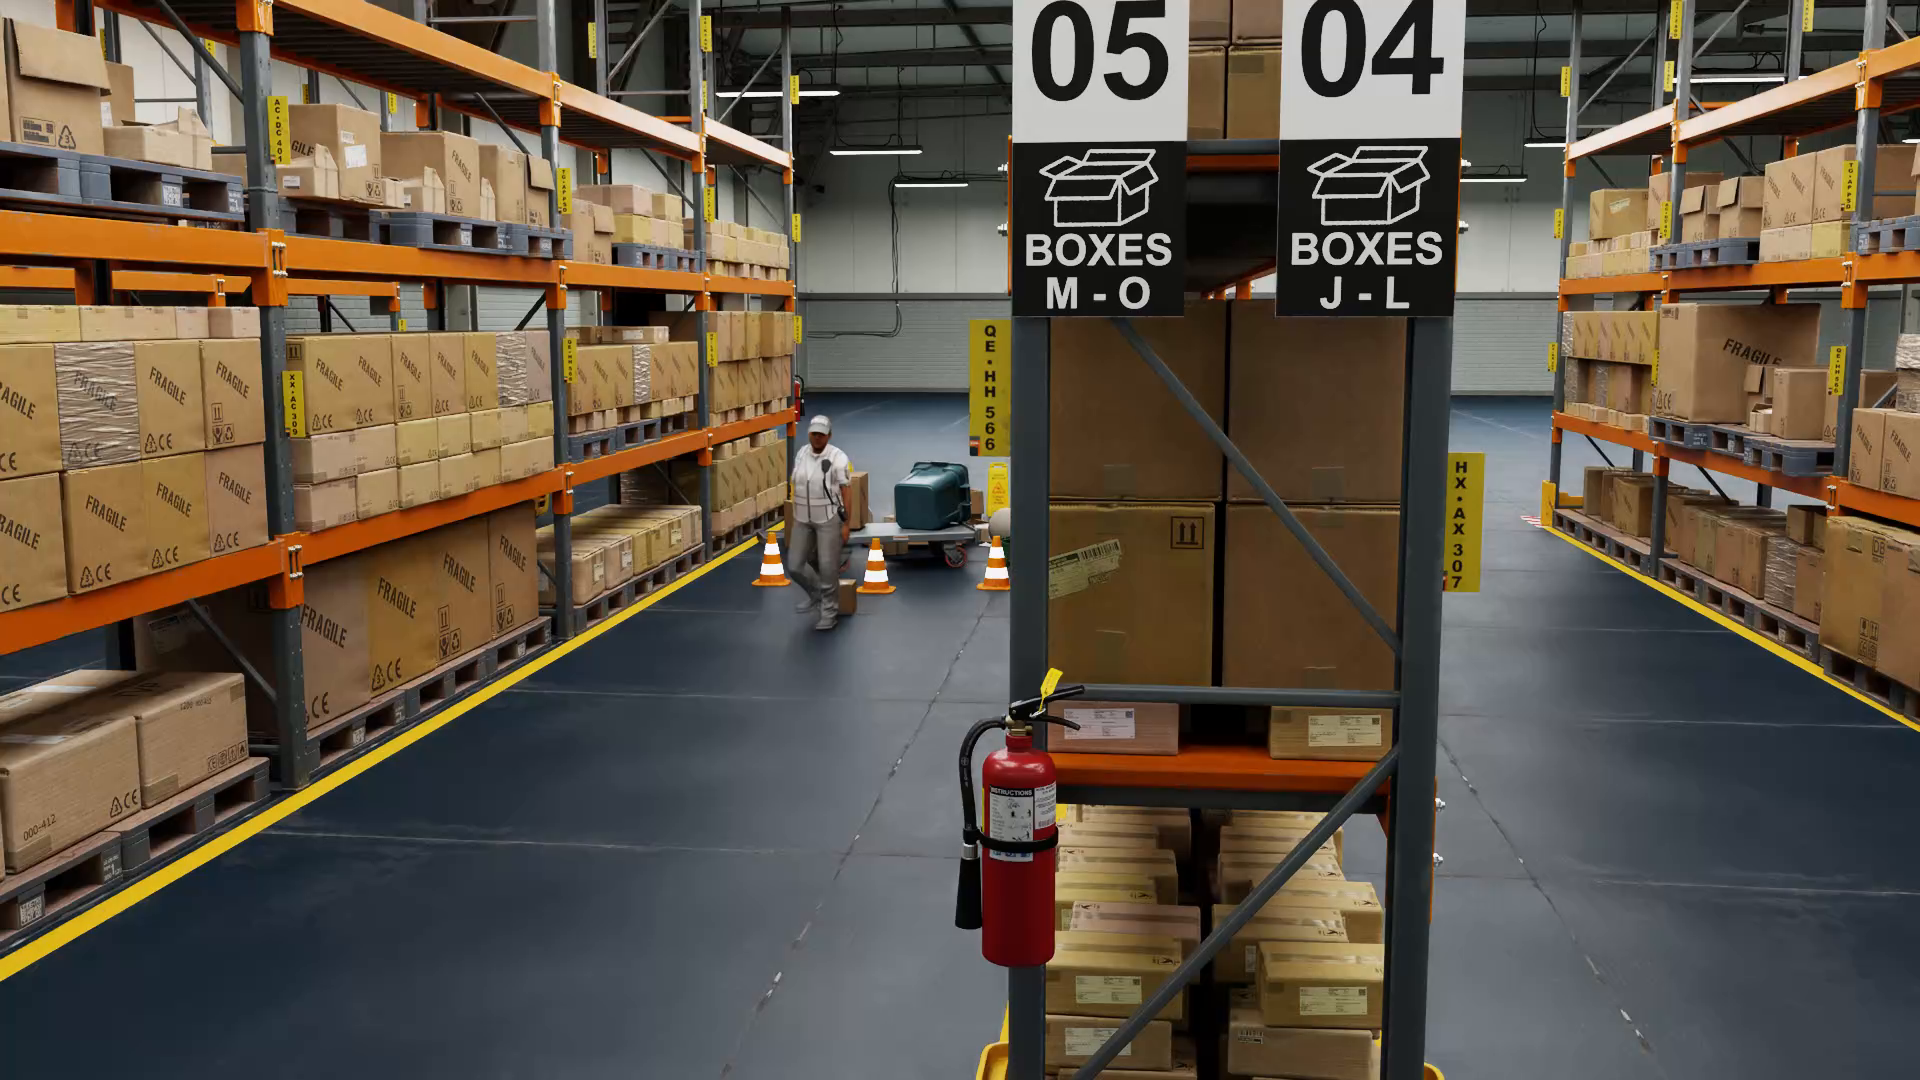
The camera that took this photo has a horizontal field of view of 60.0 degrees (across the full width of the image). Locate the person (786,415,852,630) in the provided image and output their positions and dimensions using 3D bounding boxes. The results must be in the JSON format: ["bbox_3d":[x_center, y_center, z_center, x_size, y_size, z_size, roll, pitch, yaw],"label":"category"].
[{"bbox_3d":[-1.080,-0.144,12.844,0.557,1.656,0.572,3,8,22],"label":"person"}]
